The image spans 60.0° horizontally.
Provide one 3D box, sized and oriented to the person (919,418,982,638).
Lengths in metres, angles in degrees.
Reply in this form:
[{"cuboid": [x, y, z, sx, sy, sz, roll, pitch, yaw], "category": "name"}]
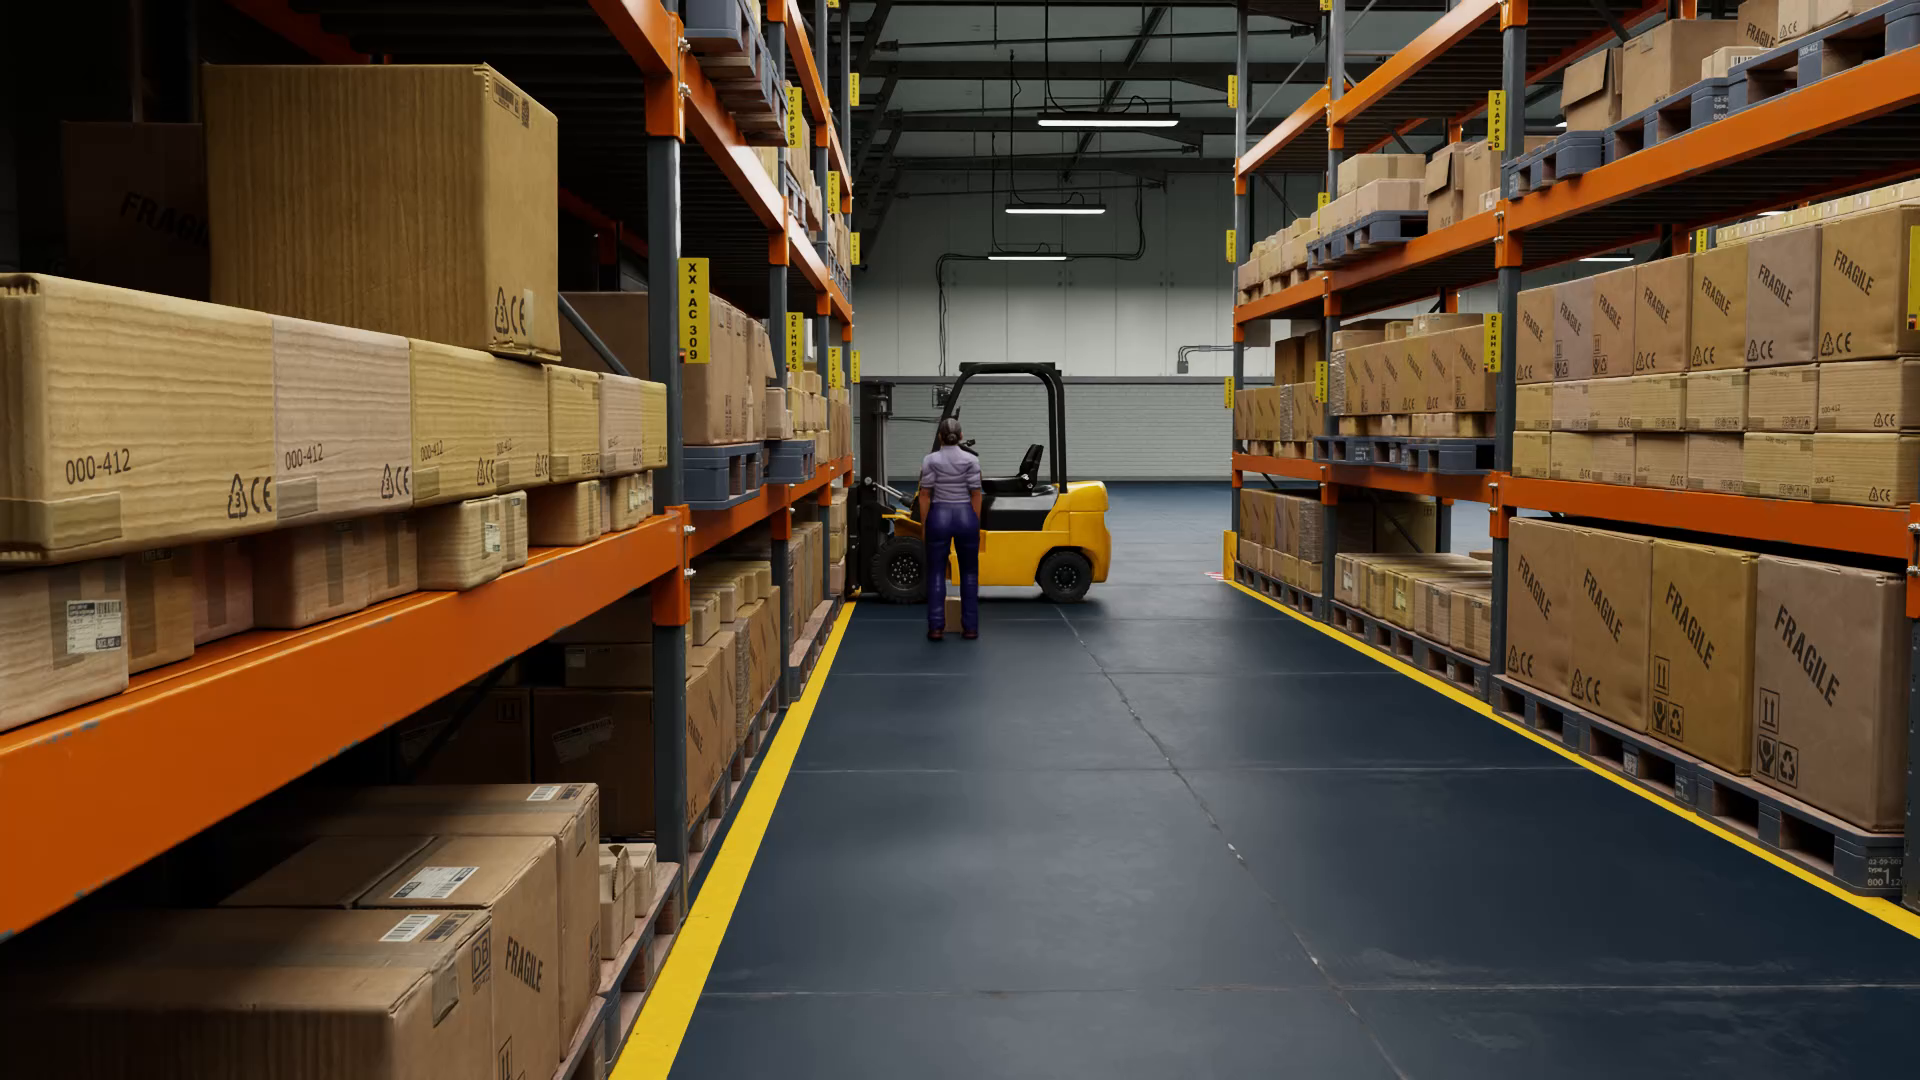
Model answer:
[{"cuboid": [-0.073, -0.079, 12.405, 0.466, 1.649, 0.344, 0, 4, 0], "category": "person"}]
